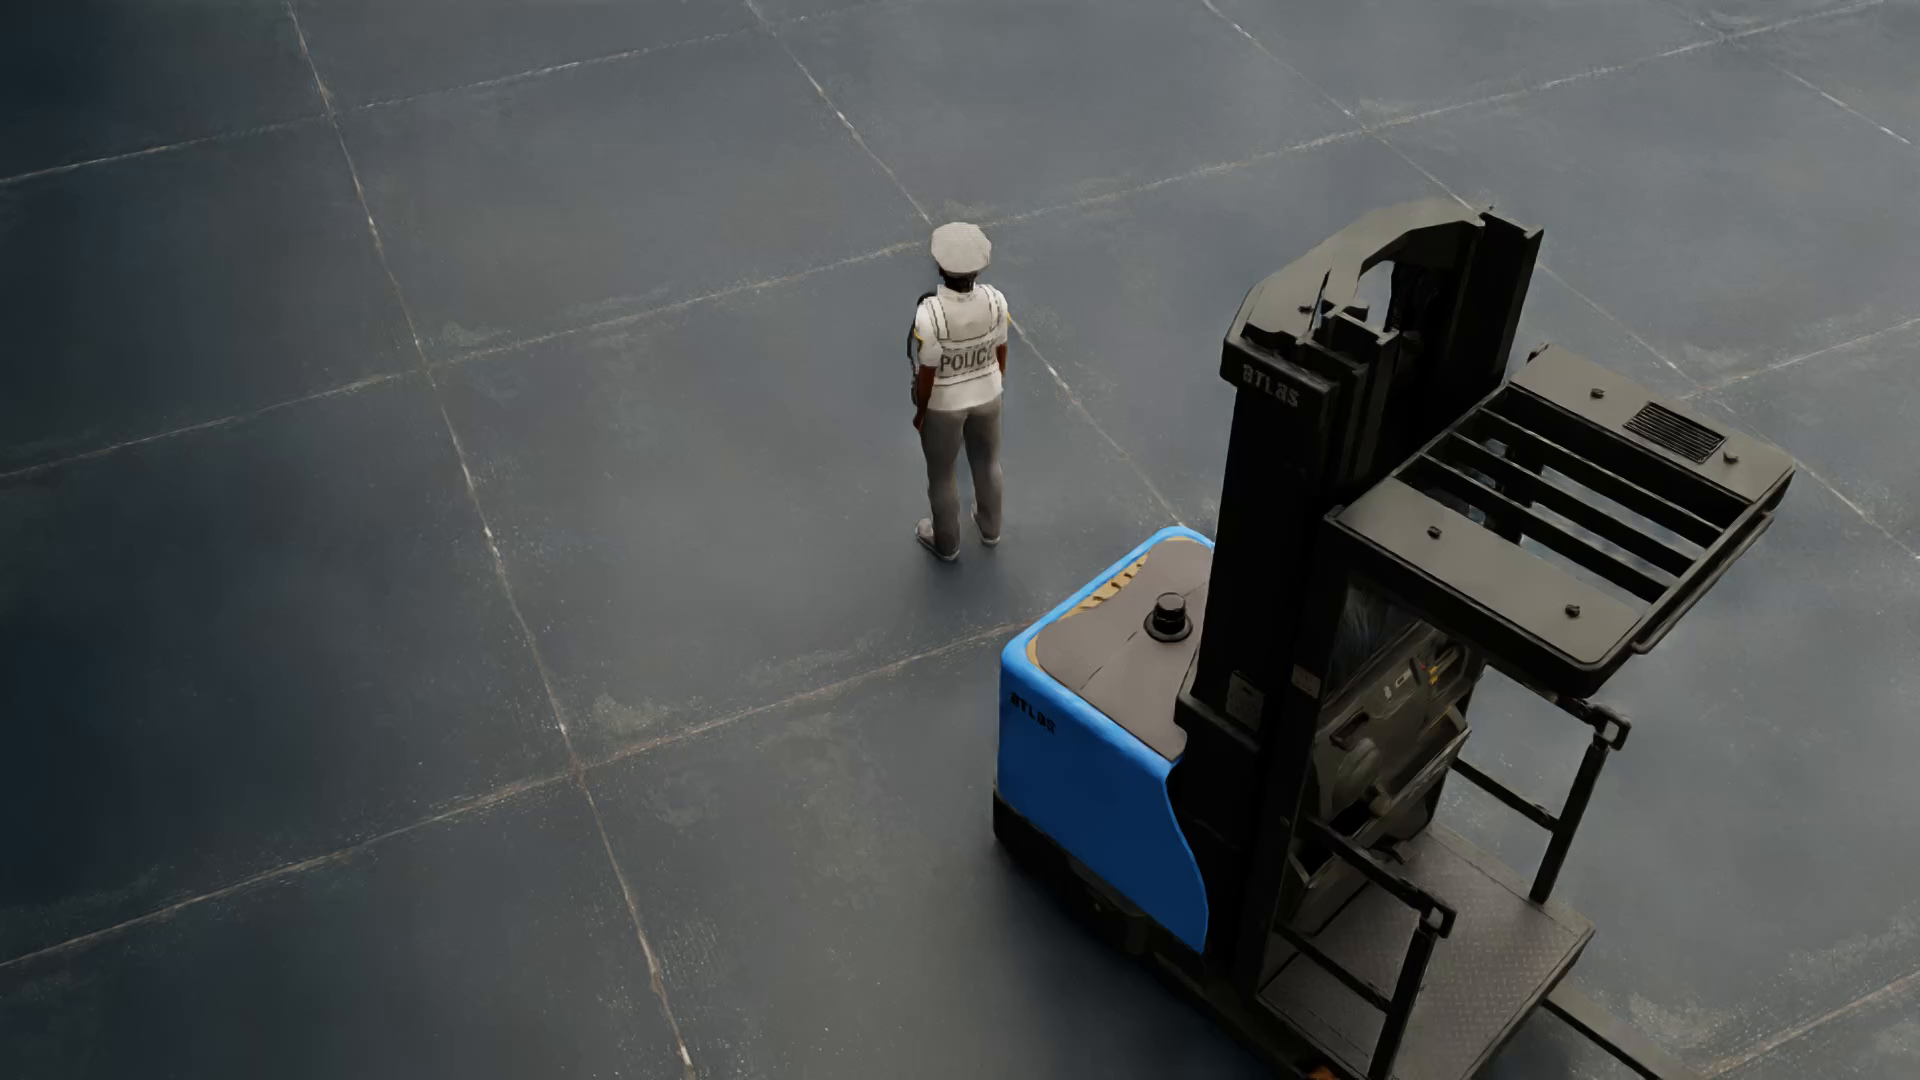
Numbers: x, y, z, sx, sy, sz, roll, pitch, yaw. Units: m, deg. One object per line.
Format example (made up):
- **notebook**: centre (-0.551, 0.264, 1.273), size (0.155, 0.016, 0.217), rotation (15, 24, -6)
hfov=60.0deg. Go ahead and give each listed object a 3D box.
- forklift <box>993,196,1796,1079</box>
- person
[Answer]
- **forklift**: centre (1.524, 0.580, 5.059), size (1.130, 2.935, 3.031), rotation (-34, 53, -31)
- **person**: centre (-0.002, -0.631, 7.269), size (0.446, 1.692, 0.338), rotation (-18, 46, -18)
